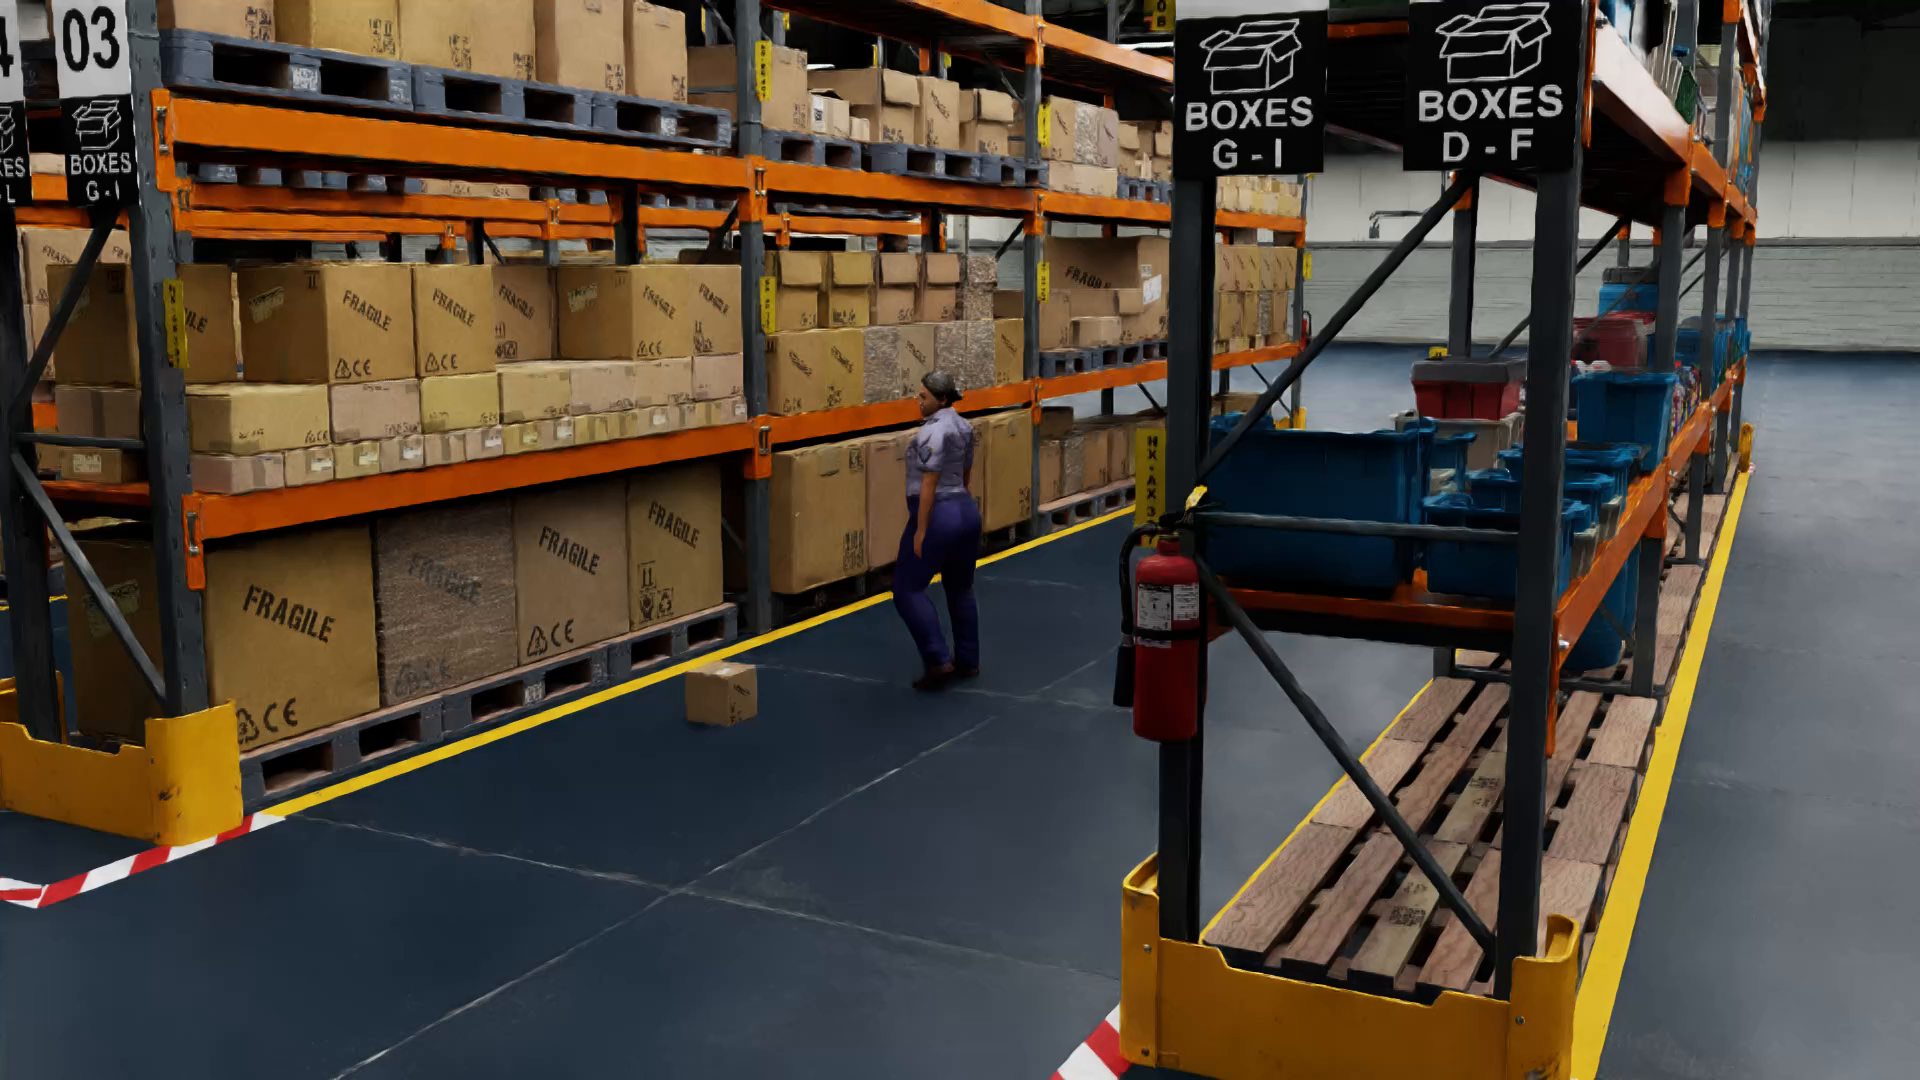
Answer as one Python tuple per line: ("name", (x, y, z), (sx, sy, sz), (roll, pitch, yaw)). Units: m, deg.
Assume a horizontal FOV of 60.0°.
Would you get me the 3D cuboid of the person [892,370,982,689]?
("person", (-0.077, -0.062, 8.763), (0.371, 1.665, 0.575), (6, 11, 33))
